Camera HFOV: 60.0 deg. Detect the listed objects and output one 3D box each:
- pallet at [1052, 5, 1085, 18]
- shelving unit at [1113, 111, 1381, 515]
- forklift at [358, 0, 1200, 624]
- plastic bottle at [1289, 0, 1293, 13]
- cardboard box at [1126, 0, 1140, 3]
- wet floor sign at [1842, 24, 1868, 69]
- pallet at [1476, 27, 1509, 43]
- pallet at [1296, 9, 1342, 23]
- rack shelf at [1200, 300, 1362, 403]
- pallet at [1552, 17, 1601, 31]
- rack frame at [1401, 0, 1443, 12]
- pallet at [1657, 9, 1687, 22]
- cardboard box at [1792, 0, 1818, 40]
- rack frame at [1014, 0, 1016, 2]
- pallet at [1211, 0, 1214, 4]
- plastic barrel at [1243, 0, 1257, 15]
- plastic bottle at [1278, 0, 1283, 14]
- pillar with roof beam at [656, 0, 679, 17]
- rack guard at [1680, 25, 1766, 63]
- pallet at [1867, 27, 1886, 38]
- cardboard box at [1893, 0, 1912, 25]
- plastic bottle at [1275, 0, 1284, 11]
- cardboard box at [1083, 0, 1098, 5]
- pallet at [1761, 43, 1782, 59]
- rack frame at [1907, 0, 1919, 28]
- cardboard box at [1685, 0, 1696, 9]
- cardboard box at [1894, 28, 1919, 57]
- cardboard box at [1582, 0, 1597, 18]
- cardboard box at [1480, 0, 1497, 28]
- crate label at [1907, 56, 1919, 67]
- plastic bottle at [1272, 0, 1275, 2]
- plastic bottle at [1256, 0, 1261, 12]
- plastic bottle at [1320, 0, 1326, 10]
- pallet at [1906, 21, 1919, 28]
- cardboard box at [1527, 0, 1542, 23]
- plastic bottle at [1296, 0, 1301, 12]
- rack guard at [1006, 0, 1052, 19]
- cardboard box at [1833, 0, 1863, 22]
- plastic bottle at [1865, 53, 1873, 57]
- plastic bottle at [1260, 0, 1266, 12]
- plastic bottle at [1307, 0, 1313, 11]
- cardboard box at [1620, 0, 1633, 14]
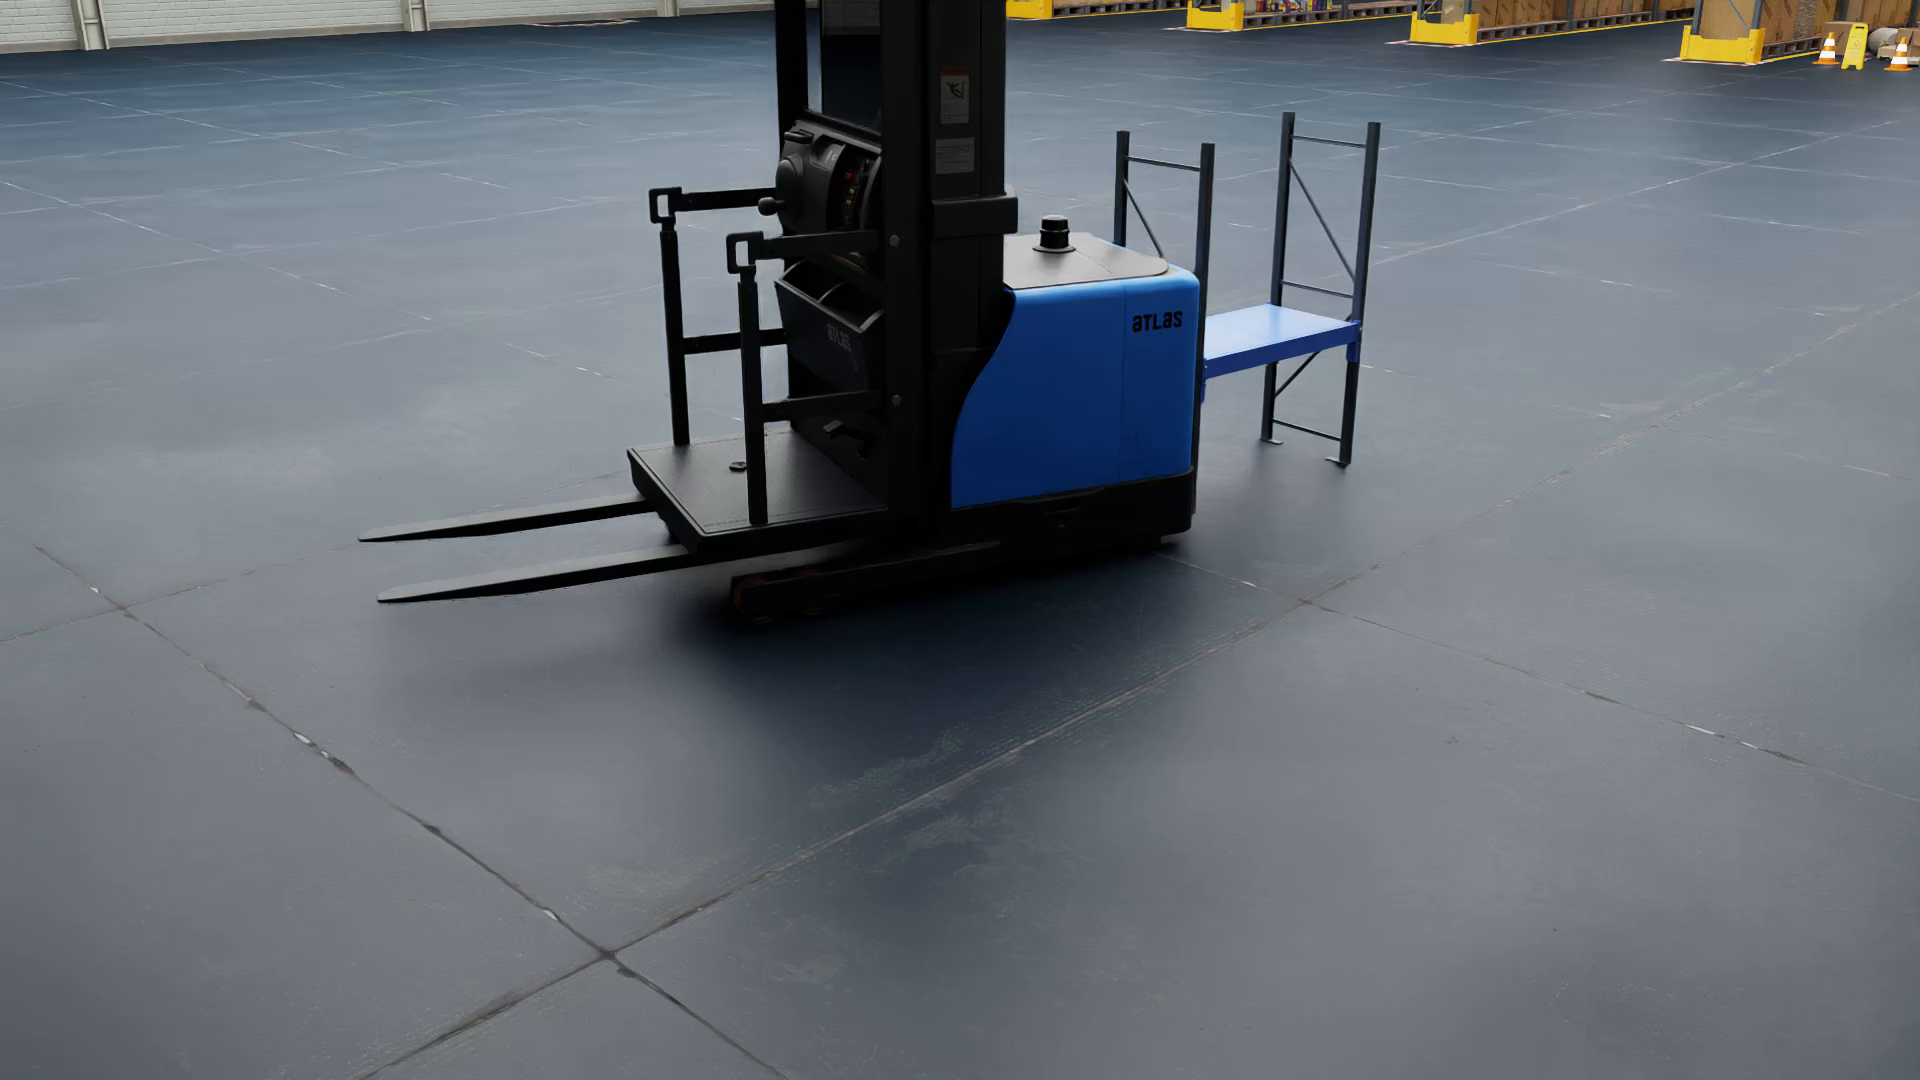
[{"bbox_3d":[1.986,-11.669,36.640,1.003,0.211,1.213,19,28,41],"label":"pallet"},{"bbox_3d":[1.190,-0.989,7.057,1.048,1.500,0.538,-17,27,-37],"label":"shelving unit"},{"bbox_3d":[-0.655,-1.291,5.847,3.031,2.935,1.130,-9,23,-23],"label":"forklift"},{"bbox_3d":[6.756,-10.931,34.022,0.097,0.271,0.097,0,21,0],"label":"plastic bottle"},{"bbox_3d":[3.750,-12.404,37.913,0.500,0.250,0.500,19,28,41],"label":"cardboard box"},{"bbox_3d":[13.459,-7.414,24.964,0.267,0.644,0.232,14,25,32],"label":"wet floor sign"},{"bbox_3d":[9.222,-9.201,30.219,1.003,0.211,1.213,19,28,41],"label":"pallet"},{"bbox_3d":[7.321,-11.087,35.126,1.003,0.211,1.213,19,28,41],"label":"pallet"},{"bbox_3d":[1.190,-0.821,7.122,1.000,0.185,0.538,-17,27,-37],"label":"rack shelf"},{"bbox_3d":[11.910,-10.210,32.845,1.003,0.211,1.213,19,28,41],"label":"pallet"},{"bbox_3d":[10.610,-13.579,37.723,1.000,3.000,0.127,19,28,41],"label":"rack frame"},{"bbox_3d":[14.762,-11.222,35.476,1.003,0.211,1.213,19,28,41],"label":"pallet"},{"bbox_3d":[13.736,-8.871,27.851,0.875,0.875,0.875,20,28,41],"label":"cardboard box"},{"bbox_3d":[1.482,-12.763,35.601,1.000,3.000,0.127,19,28,41],"label":"rack frame"},{"bbox_3d":[6.461,-13.316,40.926,1.003,0.211,1.213,19,28,41],"label":"pallet"},{"bbox_3d":[5.783,-10.875,33.569,0.421,0.512,0.421,0,21,0],"label":"plastic barrel"},{"bbox_3d":[6.517,-10.843,33.793,0.097,0.271,0.097,0,21,0],"label":"plastic bottle"},{"bbox_3d":[-3.302,-14.579,31.963,9.100,9.000,0.400,19,28,41],"label":"pillar with roof beam"},{"bbox_3d":[12.044,-7.843,26.283,1.175,0.500,0.348,19,28,41],"label":"rack guard"},{"bbox_3d":[16.186,-9.275,30.411,1.003,0.211,1.213,19,28,41],"label":"pallet"},{"bbox_3d":[17.152,-10.084,31.180,1.050,0.750,0.750,19,28,40],"label":"cardboard box"},{"bbox_3d":[6.654,-11.193,34.698,0.152,0.276,0.135,19,28,41],"label":"plastic bottle"},{"bbox_3d":[2.711,-12.016,36.903,0.500,0.250,0.500,19,28,41],"label":"cardboard box"},{"bbox_3d":[12.562,-7.939,26.936,1.003,0.211,1.213,19,28,41],"label":"pallet"},{"bbox_3d":[17.641,-11.072,31.200,1.000,3.000,0.127,19,28,41],"label":"rack frame"},{"bbox_3d":[15.282,-11.943,35.843,1.225,0.875,0.875,19,28,41],"label":"cardboard box"},{"bbox_3d":[15.089,-7.723,25.966,0.797,0.503,0.637,2,21,4],"label":"cardboard box"},{"bbox_3d":[12.158,-10.620,32.896,0.700,0.500,0.500,19,28,40],"label":"cardboard box"},{"bbox_3d":[9.417,-9.631,30.349,0.500,0.500,0.500,-12,24,-28],"label":"cardboard box"},{"bbox_3d":[14.525,-7.308,25.397,0.250,0.136,0.298,5,22,13],"label":"crate label"},{"bbox_3d":[6.530,-11.258,34.764,0.144,0.351,0.185,19,28,40],"label":"plastic bottle"},{"bbox_3d":[6.191,-11.097,34.447,0.152,0.276,0.135,20,28,41],"label":"plastic bottle"},{"bbox_3d":[7.576,-11.282,34.826,0.144,0.351,0.185,18,28,39],"label":"plastic bottle"},{"bbox_3d":[18.188,-9.971,32.222,1.003,0.211,1.213,19,28,41],"label":"pallet"},{"bbox_3d":[10.666,-10.099,31.566,0.500,0.500,0.500,-11,23,-25],"label":"cardboard box"},{"bbox_3d":[6.967,-11.009,34.225,0.097,0.271,0.097,0,21,0],"label":"plastic bottle"},{"bbox_3d":[1.466,-11.591,36.033,1.175,0.500,0.348,19,28,41],"label":"rack guard"},{"bbox_3d":[15.220,-9.372,29.327,1.050,0.750,0.750,19,28,40],"label":"cardboard box"},{"bbox_3d":[14.615,-7.853,26.922,0.283,0.061,0.133,9,23,23],"label":"plastic bottle"},{"bbox_3d":[6.268,-11.073,34.377,0.061,0.283,0.133,19,28,41],"label":"plastic bottle"},{"bbox_3d":[7.217,-11.150,34.481,0.144,0.351,0.185,19,28,40],"label":"plastic bottle"},{"bbox_3d":[13.327,-11.055,34.027,0.700,0.500,0.500,16,26,36],"label":"cardboard box"}]
